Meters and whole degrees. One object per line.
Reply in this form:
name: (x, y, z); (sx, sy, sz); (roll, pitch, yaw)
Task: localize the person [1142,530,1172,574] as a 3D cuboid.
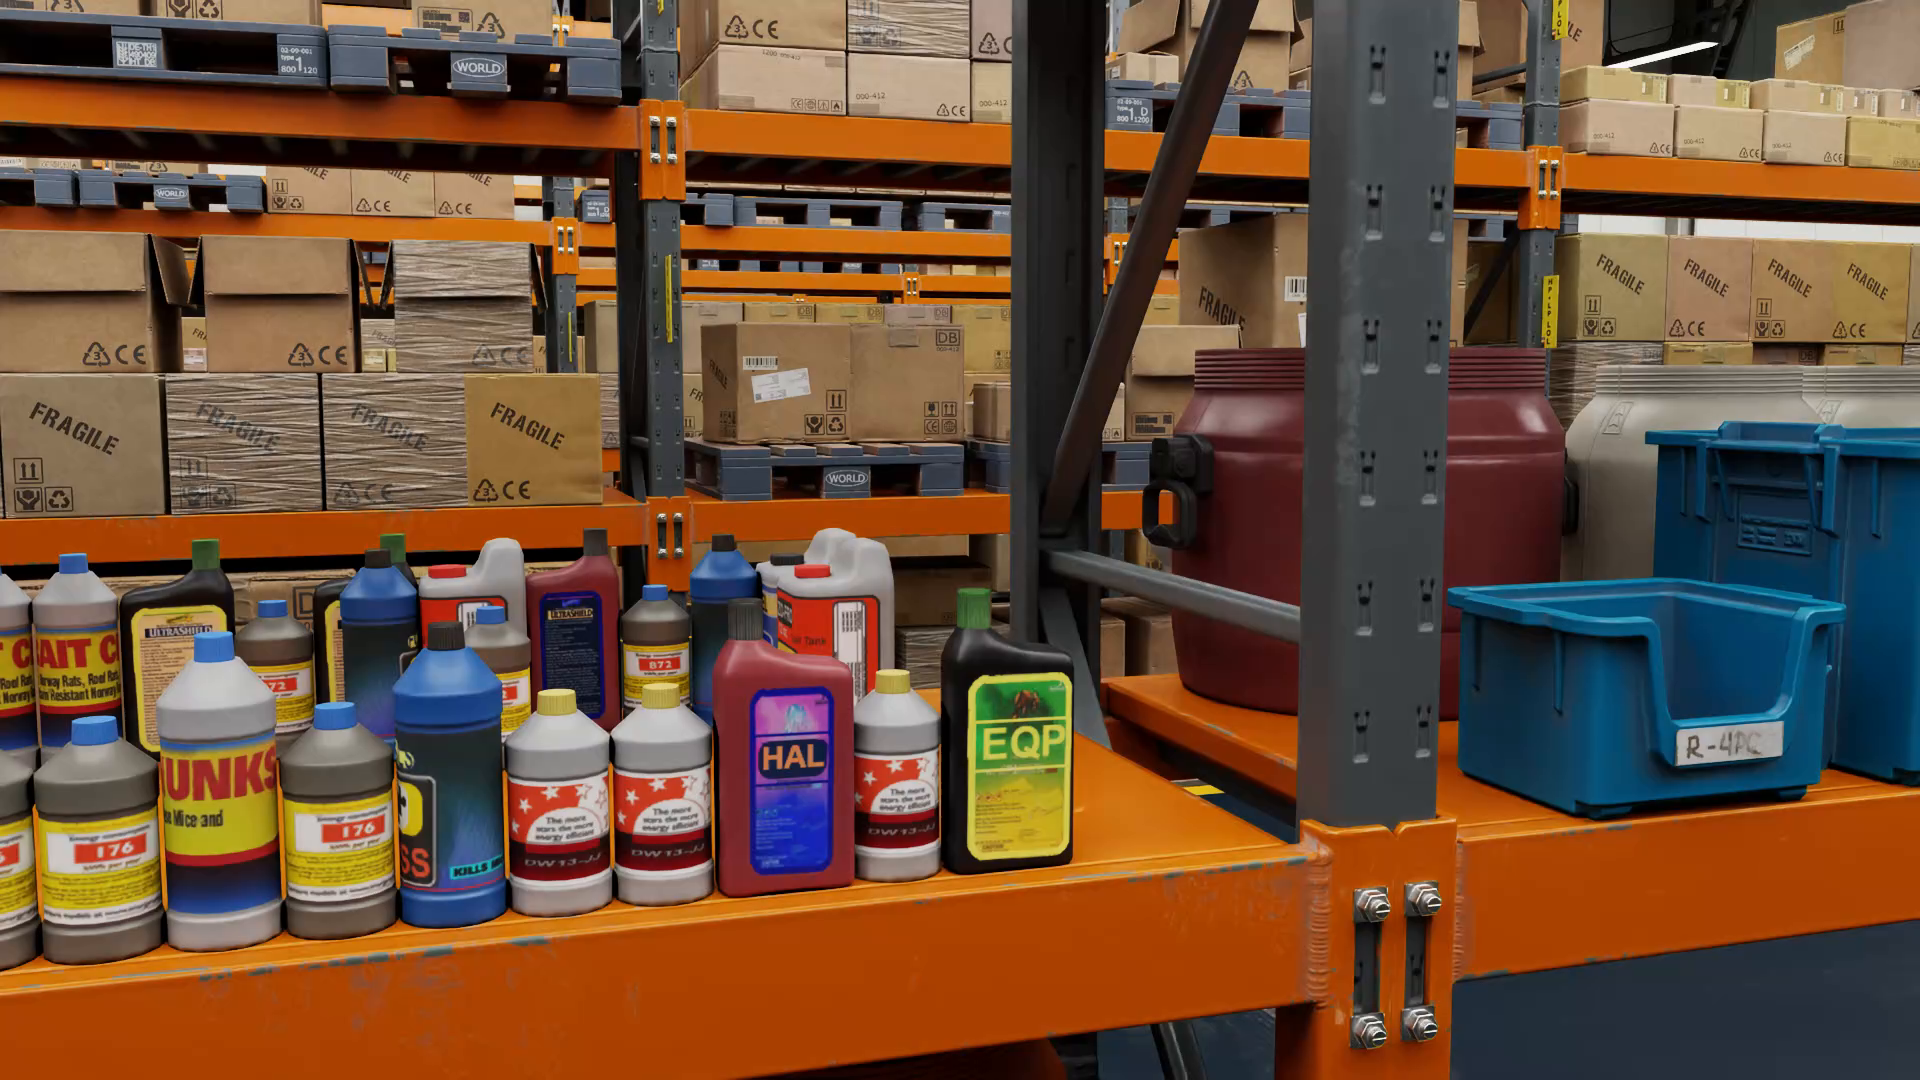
person: (1.294, -0.006, 9.408); (0.568, 1.747, 0.600); (0, 6, -4)
